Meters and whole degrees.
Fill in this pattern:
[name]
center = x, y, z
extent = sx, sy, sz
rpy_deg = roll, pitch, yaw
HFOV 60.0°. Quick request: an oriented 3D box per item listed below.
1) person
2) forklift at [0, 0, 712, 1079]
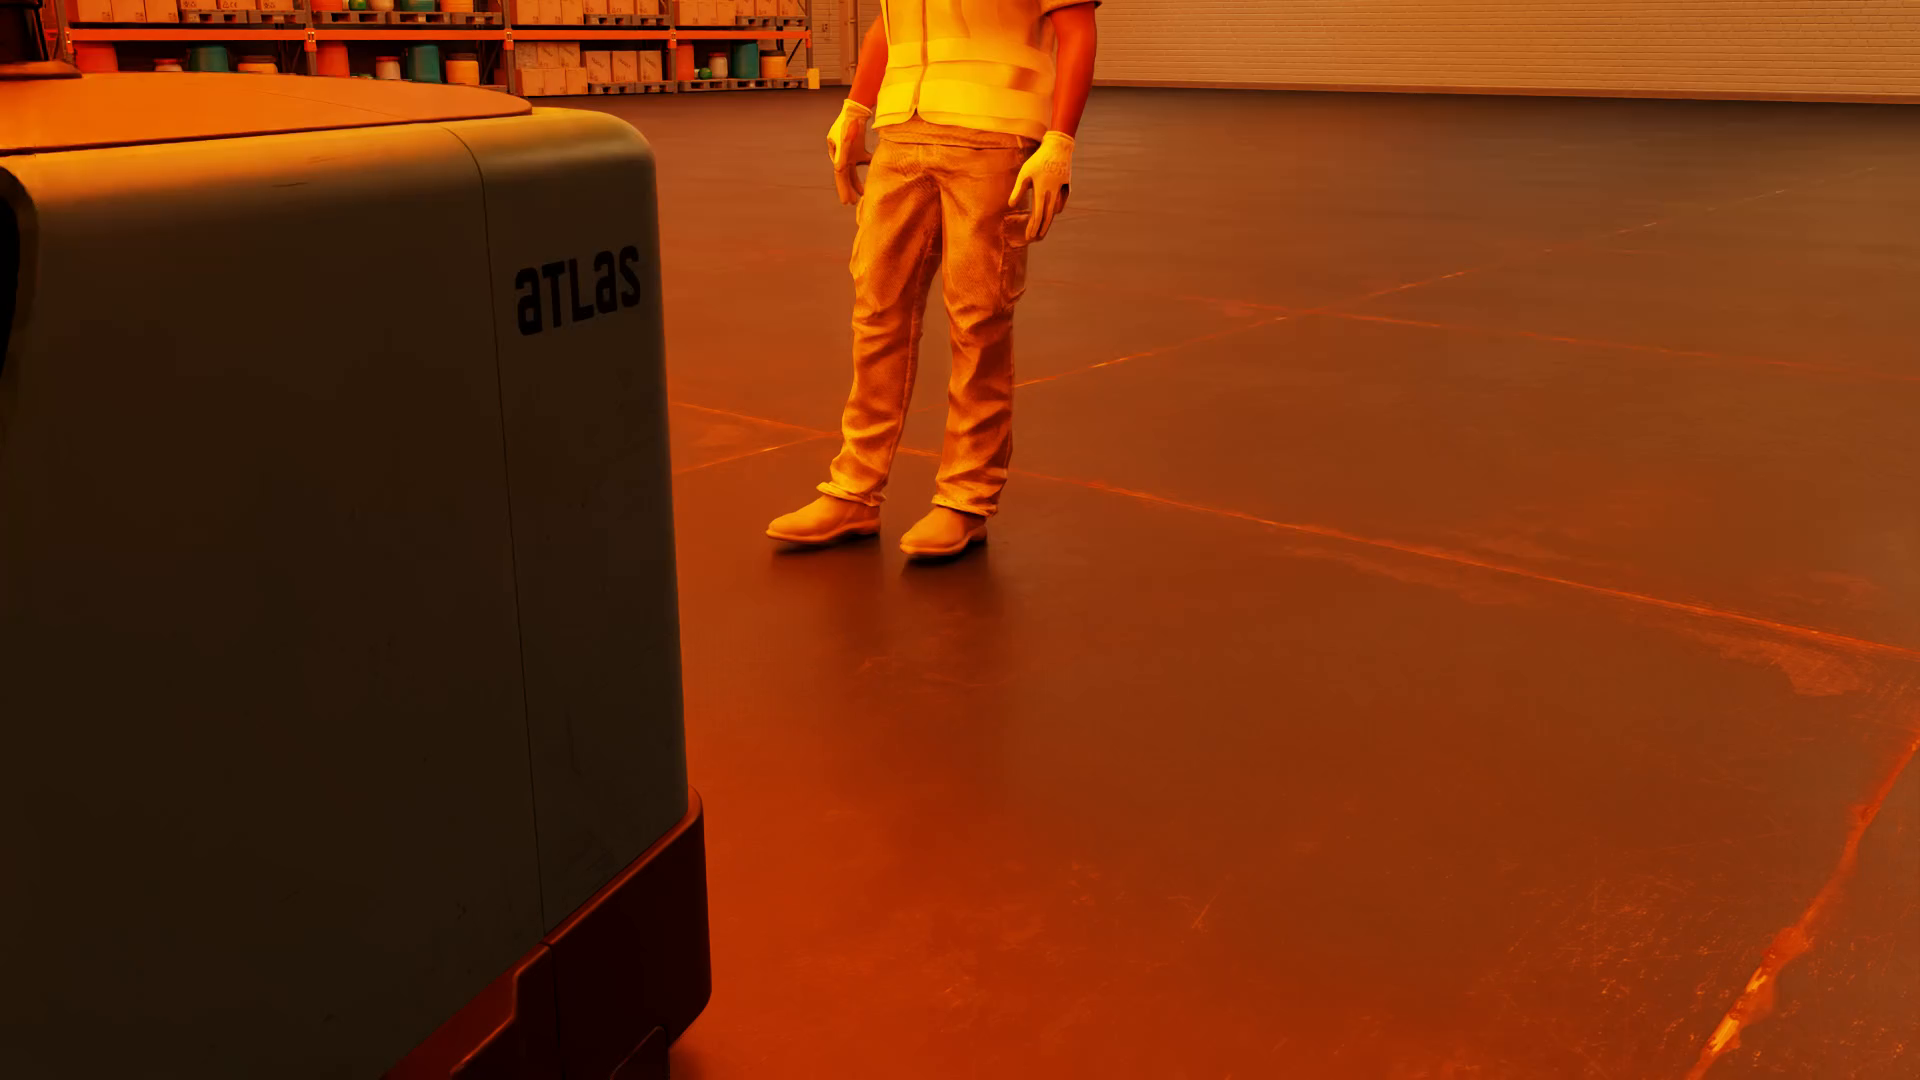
[person]
center = -0.053, -0.846, 3.632
extent = 0.657, 1.785, 0.575
rpy_deg = 13, 21, 37
[forklift]
center = -1.275, -0.459, 0.409
extent = 1.130, 2.935, 3.031
rpy_deg = 6, 18, 19
